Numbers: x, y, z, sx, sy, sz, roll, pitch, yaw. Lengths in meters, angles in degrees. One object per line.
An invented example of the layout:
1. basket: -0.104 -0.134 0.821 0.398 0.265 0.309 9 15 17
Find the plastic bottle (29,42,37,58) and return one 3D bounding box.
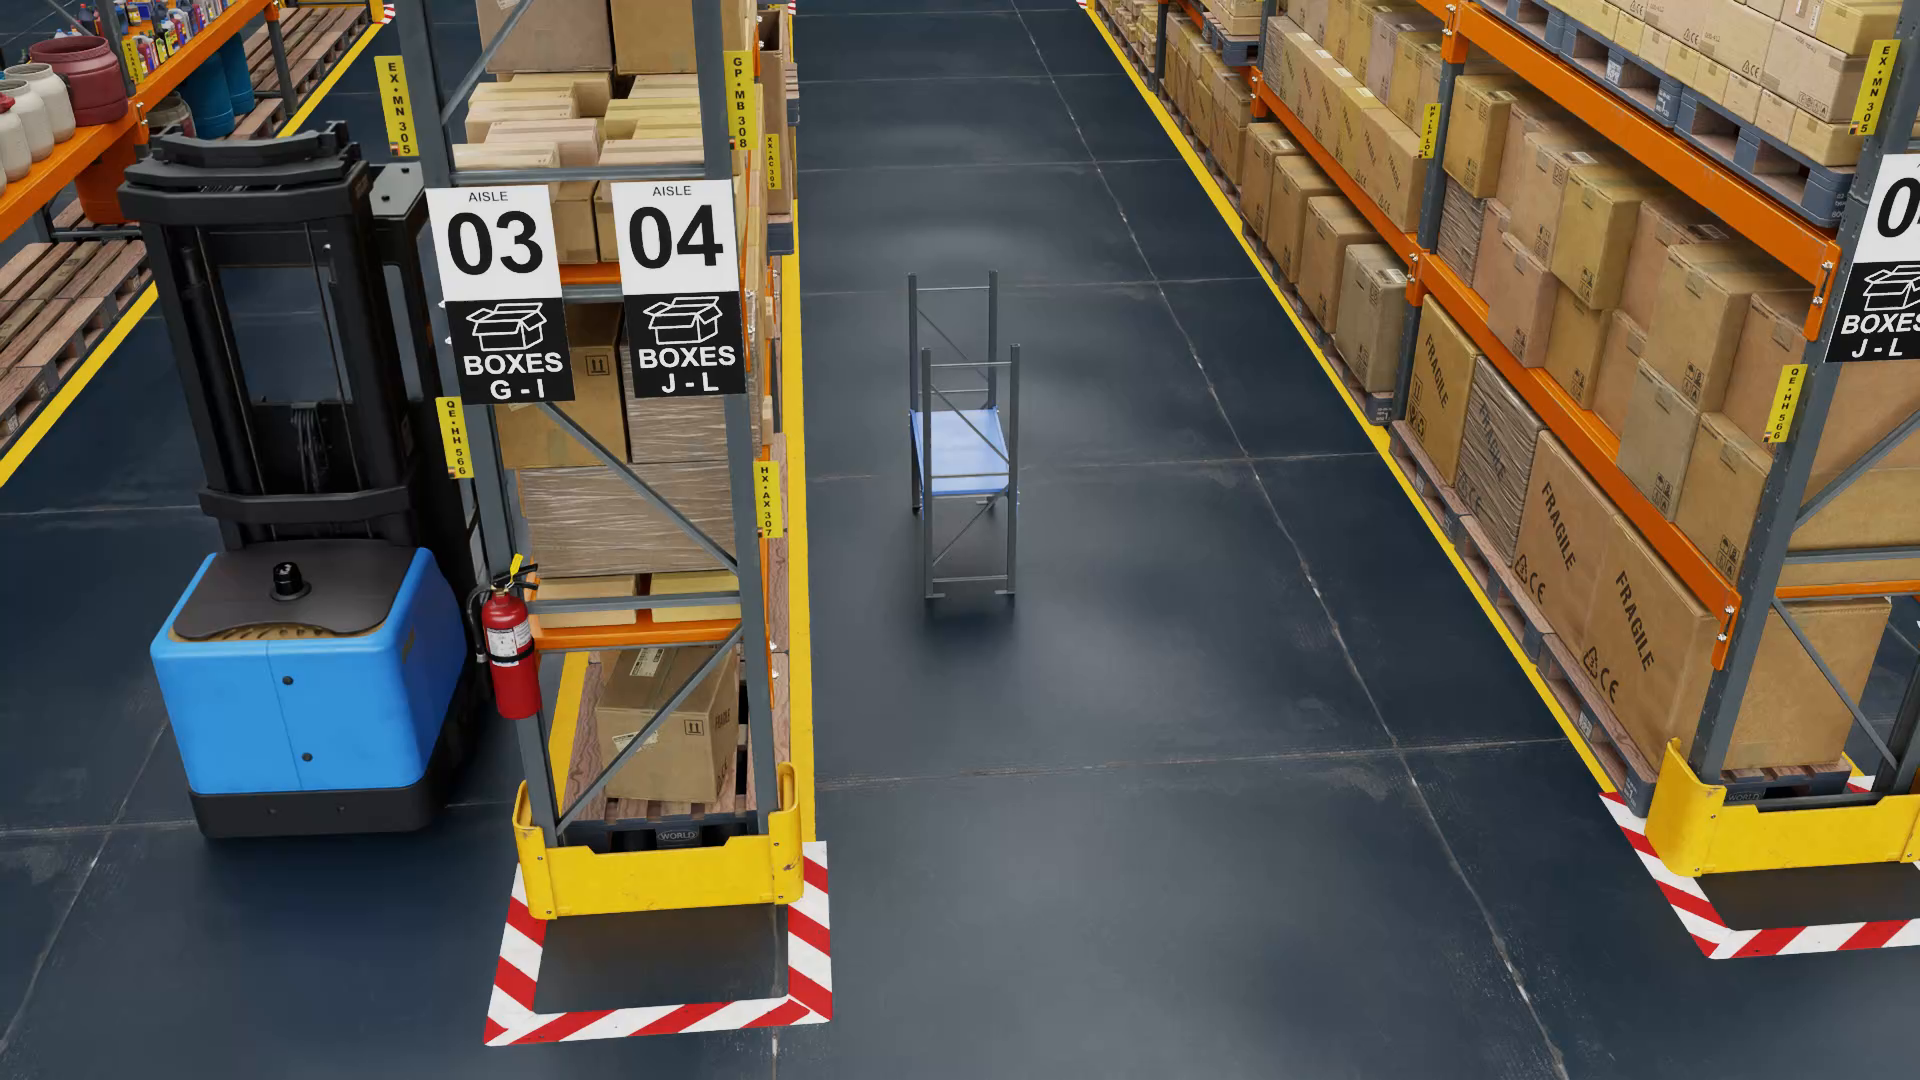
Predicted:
1. plastic bottle: -7.425 -3.853 13.389 0.061 0.283 0.133 -3 31 -5

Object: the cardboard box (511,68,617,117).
1. cardboard box: -1.588 -1.805 6.680 0.380 0.149 0.250 -2 31 -4

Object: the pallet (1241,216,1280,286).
1. pallet: 2.936 -2.419 13.594 1.003 0.211 1.213 -3 31 -5

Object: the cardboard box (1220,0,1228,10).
1. cardboard box: 2.412 -4.589 14.053 0.380 0.149 0.250 -2 31 -3

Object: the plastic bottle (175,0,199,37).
1. plastic bottle: -6.800 -4.604 14.581 0.144 0.351 0.185 -3 31 -5

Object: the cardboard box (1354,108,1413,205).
1. cardboard box: 2.949 -2.535 10.971 0.500 0.500 0.500 -3 31 -5

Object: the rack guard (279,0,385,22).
1. rack guard: -7.704 -6.622 20.349 1.175 0.500 0.348 -3 31 -5

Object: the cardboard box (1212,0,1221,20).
1. cardboard box: 2.388 -4.583 14.333 0.380 0.149 0.250 -2 31 -4

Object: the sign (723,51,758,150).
1. sign: -0.722 -1.441 5.460 0.100 0.325 0.005 -3 31 -5

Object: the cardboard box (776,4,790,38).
1. cardboard box: -2.304 -4.821 16.558 1.225 0.875 0.875 -3 31 -4

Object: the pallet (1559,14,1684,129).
1. pallet: 3.488 -2.190 7.653 1.003 0.211 1.213 -3 31 -5

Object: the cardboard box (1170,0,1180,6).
1. cardboard box: 2.602 -6.133 18.884 0.380 0.149 0.250 -4 31 -7

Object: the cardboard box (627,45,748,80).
1. cardboard box: -1.201 -2.015 7.420 0.500 0.250 0.500 -2 31 -3

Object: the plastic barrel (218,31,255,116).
1. plastic barrel: -7.281 -4.642 16.233 0.600 0.901 0.708 -3 31 -5

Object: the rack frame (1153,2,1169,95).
1. rack frame: 2.564 -6.064 16.978 1.000 3.000 0.127 -3 31 -5

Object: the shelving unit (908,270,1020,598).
1. shelving unit: 0.008 -0.600 9.292 0.538 1.500 1.048 -3 31 -5

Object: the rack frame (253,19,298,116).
1. rack frame: -7.315 -5.641 16.269 1.000 3.000 0.127 -3 31 -5

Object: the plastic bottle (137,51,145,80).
1. plastic bottle: -6.643 -3.841 13.380 0.097 0.271 0.097 0 31 0

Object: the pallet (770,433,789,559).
1. pallet: -1.538 -0.256 9.972 1.003 0.211 1.213 -3 31 -5

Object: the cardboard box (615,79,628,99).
1. cardboard box: -1.649 -1.726 6.936 0.500 0.250 0.500 -2 31 -3

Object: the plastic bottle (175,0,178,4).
1. plastic bottle: -6.963 -4.754 14.909 0.097 0.271 0.097 0 31 0

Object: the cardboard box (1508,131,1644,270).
1. cardboard box: 3.392 -1.761 8.573 0.875 0.550 0.550 -3 31 -5

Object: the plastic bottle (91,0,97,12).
1. plastic bottle: -7.514 -4.593 14.563 0.144 0.351 0.185 -3 31 -5

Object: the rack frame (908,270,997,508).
1. rack frame: -0.039 -0.860 9.727 0.500 1.500 0.032 -3 31 -5

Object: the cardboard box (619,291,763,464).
1. cardboard box: -1.043 -0.646 6.543 0.500 0.500 0.500 -3 31 -5

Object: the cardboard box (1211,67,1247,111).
1. cardboard box: 2.555 -4.045 14.894 0.500 0.250 0.500 -2 31 -4

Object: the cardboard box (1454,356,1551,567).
1. cardboard box: 3.389 -0.464 9.264 0.875 0.875 0.875 -3 31 -4

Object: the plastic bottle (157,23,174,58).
1. plastic bottle: -6.692 -4.210 13.987 0.061 0.283 0.133 -3 31 -5

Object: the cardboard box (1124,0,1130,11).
1. cardboard box: 2.077 -6.108 18.841 0.380 0.149 0.250 -4 31 -6

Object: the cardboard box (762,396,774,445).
1. cardboard box: -1.095 -0.571 8.026 0.380 0.149 0.250 -3 31 -5

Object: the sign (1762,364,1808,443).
1. sign: 3.144 -0.518 6.332 0.100 0.325 0.005 -3 31 -5

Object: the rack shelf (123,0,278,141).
1. rack shelf: -7.128 -4.311 14.744 1.077 0.370 4.000 -3 31 -5

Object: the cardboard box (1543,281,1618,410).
1. cardboard box: 3.514 -1.030 8.403 0.875 0.550 0.500 -3 31 -5

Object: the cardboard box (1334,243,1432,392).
1. cardboard box: 3.164 -1.507 11.132 1.050 0.750 0.750 -3 31 -5

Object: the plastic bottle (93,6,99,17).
1. plastic bottle: -7.480 -4.484 14.445 0.061 0.283 0.133 -3 31 -5

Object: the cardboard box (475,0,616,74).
1. cardboard box: -1.659 -2.204 6.715 0.500 0.500 0.500 -3 31 -5

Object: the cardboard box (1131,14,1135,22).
1. cardboard box: 2.164 -5.967 18.896 0.380 0.149 0.250 -4 31 -7

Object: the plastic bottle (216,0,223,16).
1. plastic bottle: -6.875 -4.958 15.247 0.152 0.276 0.135 -3 31 -5

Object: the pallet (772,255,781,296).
1. pallet: -1.938 -2.240 13.294 1.003 0.211 1.213 -3 31 -5

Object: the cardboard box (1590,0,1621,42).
1. cardboard box: 3.149 -2.404 7.663 0.380 0.149 0.250 -2 31 -4

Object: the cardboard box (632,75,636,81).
1. cardboard box: -1.215 -2.089 7.154 0.380 0.149 0.250 -3 31 -5

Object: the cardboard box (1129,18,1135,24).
1. cardboard box: 2.134 -5.870 19.022 0.380 0.149 0.250 -2 31 -4

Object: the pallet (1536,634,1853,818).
1. pallet: 3.533 0.855 8.113 1.003 0.211 1.213 -3 31 -5

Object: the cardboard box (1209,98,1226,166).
1. cardboard box: 2.571 -3.718 15.078 0.500 0.500 0.500 -2 31 -3

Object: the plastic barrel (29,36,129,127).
1. plastic barrel: -6.596 -3.435 12.443 0.600 0.536 0.708 -3 31 -5

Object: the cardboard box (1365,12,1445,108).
1. cardboard box: 3.162 -3.226 11.153 0.700 0.500 0.500 -3 31 -4

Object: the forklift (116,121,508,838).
1. forklift: -2.968 -0.658 7.994 1.130 2.935 3.031 -2 31 -3

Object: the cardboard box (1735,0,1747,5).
1. cardboard box: 3.244 -2.230 6.593 0.380 0.149 0.250 -2 31 -4

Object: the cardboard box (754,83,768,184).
1. cardboard box: -1.320 -2.177 9.107 0.500 0.500 0.500 -3 31 -5

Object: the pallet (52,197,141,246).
1. pallet: -7.056 -2.802 14.236 1.003 0.211 1.213 -3 31 -5

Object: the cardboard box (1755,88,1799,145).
1. cardboard box: 3.294 -1.623 6.355 0.380 0.149 0.250 -3 31 -4
